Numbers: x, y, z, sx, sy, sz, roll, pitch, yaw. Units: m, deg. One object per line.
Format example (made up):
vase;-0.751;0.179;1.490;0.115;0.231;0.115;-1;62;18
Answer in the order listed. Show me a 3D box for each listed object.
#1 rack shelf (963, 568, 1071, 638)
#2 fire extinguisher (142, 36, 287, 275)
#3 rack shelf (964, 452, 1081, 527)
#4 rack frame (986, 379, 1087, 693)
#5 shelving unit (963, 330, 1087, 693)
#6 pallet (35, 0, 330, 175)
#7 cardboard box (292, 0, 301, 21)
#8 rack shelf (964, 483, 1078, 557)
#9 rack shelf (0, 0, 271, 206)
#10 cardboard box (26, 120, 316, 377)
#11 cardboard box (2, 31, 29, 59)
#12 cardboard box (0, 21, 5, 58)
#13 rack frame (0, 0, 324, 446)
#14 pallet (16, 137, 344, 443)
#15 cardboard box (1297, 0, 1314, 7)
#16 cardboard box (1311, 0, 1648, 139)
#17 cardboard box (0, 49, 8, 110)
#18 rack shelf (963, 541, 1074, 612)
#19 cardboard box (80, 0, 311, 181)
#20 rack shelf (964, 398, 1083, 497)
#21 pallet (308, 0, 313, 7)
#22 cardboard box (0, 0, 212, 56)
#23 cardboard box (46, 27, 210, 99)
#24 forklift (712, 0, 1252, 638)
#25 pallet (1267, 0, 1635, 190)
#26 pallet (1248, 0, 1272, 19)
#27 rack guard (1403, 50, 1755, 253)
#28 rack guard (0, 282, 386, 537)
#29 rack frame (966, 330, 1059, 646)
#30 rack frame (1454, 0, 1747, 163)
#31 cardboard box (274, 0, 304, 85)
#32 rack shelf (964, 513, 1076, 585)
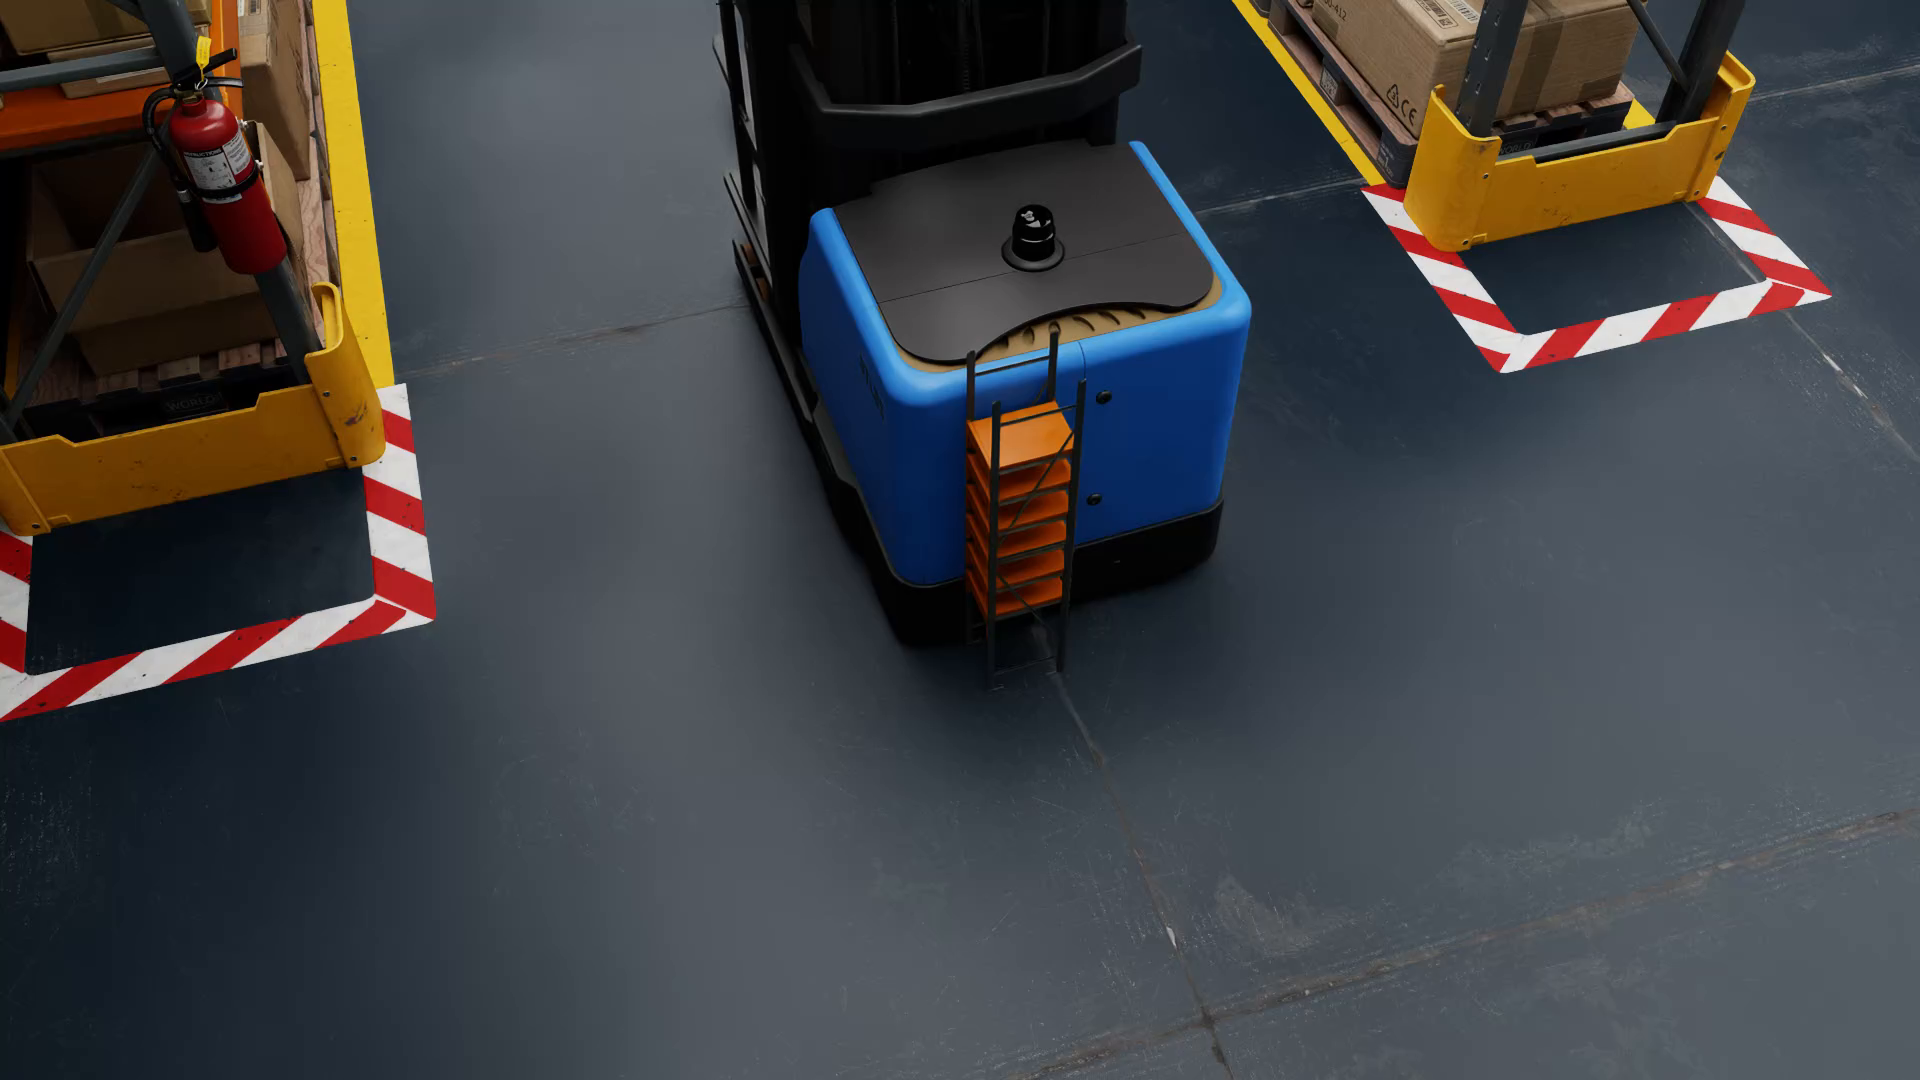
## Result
rack shelf;0.161;0.148;4.712;0.258;0.103;0.180;-15;51;-12
fire extinguisher;-1.987;-1.018;4.441;0.296;0.674;0.183;-13;51;-11
rack shelf;0.161;-0.161;4.345;0.258;0.103;0.180;-15;51;-12
rack frame;0.191;0.031;4.439;0.240;1.200;0.006;-15;51;-12
shelving unit;0.161;-0.035;4.495;0.258;1.200;0.189;-15;51;-12
pallet;-3.088;-1.794;6.625;1.003;0.211;1.213;-13;51;-11
cardboard box;-3.085;-2.355;6.634;0.700;0.500;0.500;-15;52;-12
rack shelf;0.161;-0.084;4.437;0.258;0.103;0.180;-15;51;-12
rack shelf;-3.063;-2.395;5.778;1.077;0.370;4.000;-13;51;-11
cardboard box;-2.562;-0.965;5.460;0.797;0.503;0.637;-15;52;-12
cardboard box;-2.842;-1.466;4.688;0.380;0.149;0.250;-12;51;-10
cardboard box;-2.861;-1.490;4.448;0.500;0.250;0.500;-12;51;-10
rack frame;-2.472;-1.166;4.271;1.000;3.000;0.127;-13;51;-11
pallet;-2.731;-0.905;5.875;1.003;0.211;1.213;-13;51;-11
cardboard box;1.700;-2.727;6.988;0.875;0.438;0.875;-12;51;-10
cardboard box;1.978;-2.060;6.426;0.875;0.438;0.875;-15;51;-12
cardboard box;-2.826;-1.267;4.520;0.380;0.149;0.250;-14;51;-11
rack shelf;0.161;0.071;4.621;0.258;0.103;0.180;-15;51;-12
cardboard box;-2.778;-1.597;5.995;0.700;0.500;0.500;-11;51;-9
rack shelf;0.161;-0.239;4.254;0.258;0.103;0.180;-15;51;-12
pallet;-3.452;-2.687;7.377;1.003;0.211;1.213;-13;51;-11
cardboard box;-2.348;-1.606;4.546;0.500;0.250;0.500;-13;51;-11
cardboard box;-2.307;-1.388;4.622;0.380;0.149;0.250;-14;51;-11
forklift;-0.172;-1.810;4.859;1.130;2.935;3.031;-15;51;-12
pallet;1.958;-1.959;6.763;1.003;0.211;1.213;-13;51;-11
pallet;1.601;-2.848;7.513;1.003;0.211;1.213;-13;51;-11
rack guard;2.276;-1.468;6.161;1.175;0.500;0.348;-13;51;-11
rack guard;-2.494;-0.416;5.274;1.175;0.500;0.348;-13;51;-11
rack frame;0.131;-0.101;4.551;0.240;1.200;0.006;-15;51;-12
rack frame;2.269;-2.291;5.220;1.000;3.000;0.127;-13;51;-11
cardboard box;-2.838;-2.006;6.339;0.500;0.500;0.500;-12;51;-10
rack shelf;0.161;-0.007;4.529;0.258;0.103;0.180;-15;51;-12
